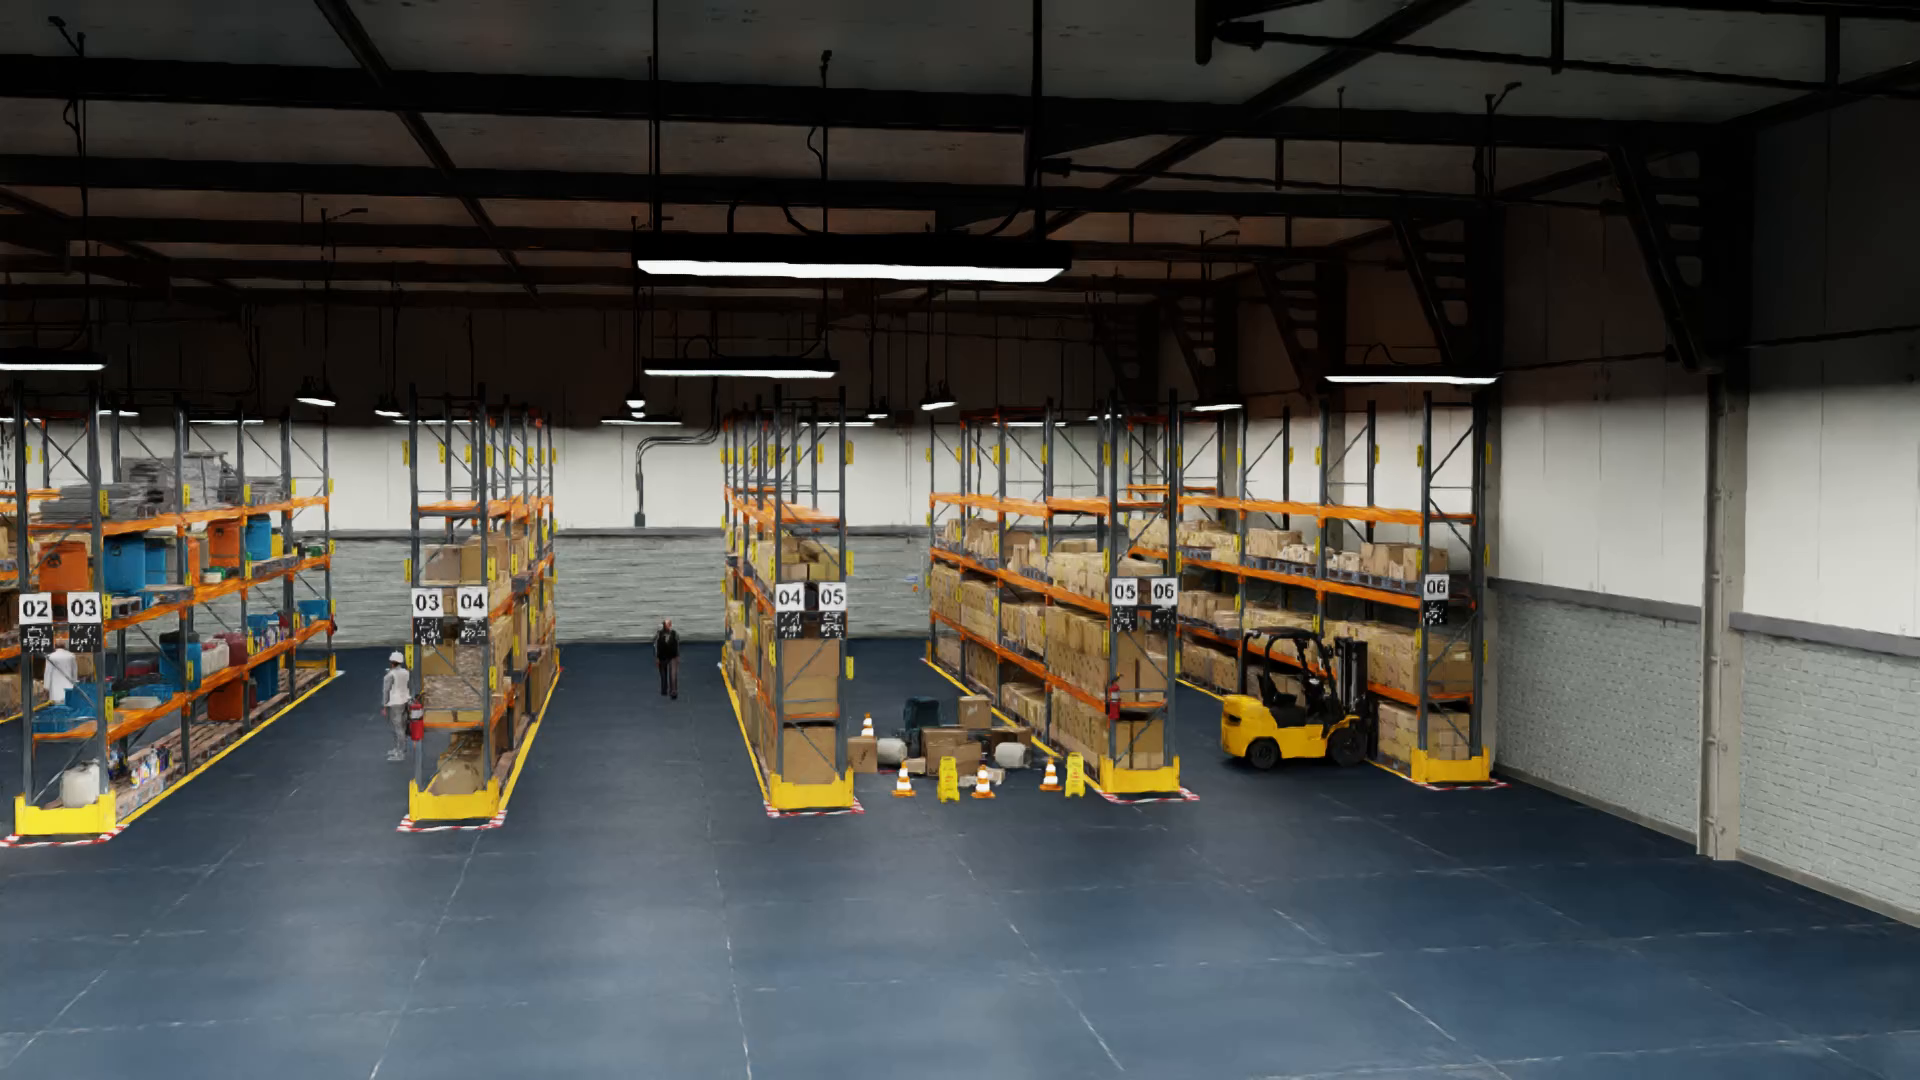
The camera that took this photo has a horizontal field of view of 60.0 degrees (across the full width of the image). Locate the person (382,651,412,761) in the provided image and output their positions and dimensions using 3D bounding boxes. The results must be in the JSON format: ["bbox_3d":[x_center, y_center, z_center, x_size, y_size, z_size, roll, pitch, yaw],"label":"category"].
[{"bbox_3d":[-9.291,2.713,27.387,0.576,1.768,0.626,1,3,20],"label":"person"}]

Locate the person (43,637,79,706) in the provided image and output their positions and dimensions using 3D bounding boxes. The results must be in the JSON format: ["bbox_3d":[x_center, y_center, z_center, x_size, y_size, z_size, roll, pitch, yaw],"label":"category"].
[{"bbox_3d":[-15.947,2.604,29.439,0.629,1.773,0.677,1,3,18],"label":"person"}]

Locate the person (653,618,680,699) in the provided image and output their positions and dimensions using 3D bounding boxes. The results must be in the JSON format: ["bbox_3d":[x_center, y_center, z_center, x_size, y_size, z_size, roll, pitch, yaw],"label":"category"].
[{"bbox_3d":[-6.058,2.429,34.341,0.543,1.647,1.115,0,3,-8],"label":"person"}]
